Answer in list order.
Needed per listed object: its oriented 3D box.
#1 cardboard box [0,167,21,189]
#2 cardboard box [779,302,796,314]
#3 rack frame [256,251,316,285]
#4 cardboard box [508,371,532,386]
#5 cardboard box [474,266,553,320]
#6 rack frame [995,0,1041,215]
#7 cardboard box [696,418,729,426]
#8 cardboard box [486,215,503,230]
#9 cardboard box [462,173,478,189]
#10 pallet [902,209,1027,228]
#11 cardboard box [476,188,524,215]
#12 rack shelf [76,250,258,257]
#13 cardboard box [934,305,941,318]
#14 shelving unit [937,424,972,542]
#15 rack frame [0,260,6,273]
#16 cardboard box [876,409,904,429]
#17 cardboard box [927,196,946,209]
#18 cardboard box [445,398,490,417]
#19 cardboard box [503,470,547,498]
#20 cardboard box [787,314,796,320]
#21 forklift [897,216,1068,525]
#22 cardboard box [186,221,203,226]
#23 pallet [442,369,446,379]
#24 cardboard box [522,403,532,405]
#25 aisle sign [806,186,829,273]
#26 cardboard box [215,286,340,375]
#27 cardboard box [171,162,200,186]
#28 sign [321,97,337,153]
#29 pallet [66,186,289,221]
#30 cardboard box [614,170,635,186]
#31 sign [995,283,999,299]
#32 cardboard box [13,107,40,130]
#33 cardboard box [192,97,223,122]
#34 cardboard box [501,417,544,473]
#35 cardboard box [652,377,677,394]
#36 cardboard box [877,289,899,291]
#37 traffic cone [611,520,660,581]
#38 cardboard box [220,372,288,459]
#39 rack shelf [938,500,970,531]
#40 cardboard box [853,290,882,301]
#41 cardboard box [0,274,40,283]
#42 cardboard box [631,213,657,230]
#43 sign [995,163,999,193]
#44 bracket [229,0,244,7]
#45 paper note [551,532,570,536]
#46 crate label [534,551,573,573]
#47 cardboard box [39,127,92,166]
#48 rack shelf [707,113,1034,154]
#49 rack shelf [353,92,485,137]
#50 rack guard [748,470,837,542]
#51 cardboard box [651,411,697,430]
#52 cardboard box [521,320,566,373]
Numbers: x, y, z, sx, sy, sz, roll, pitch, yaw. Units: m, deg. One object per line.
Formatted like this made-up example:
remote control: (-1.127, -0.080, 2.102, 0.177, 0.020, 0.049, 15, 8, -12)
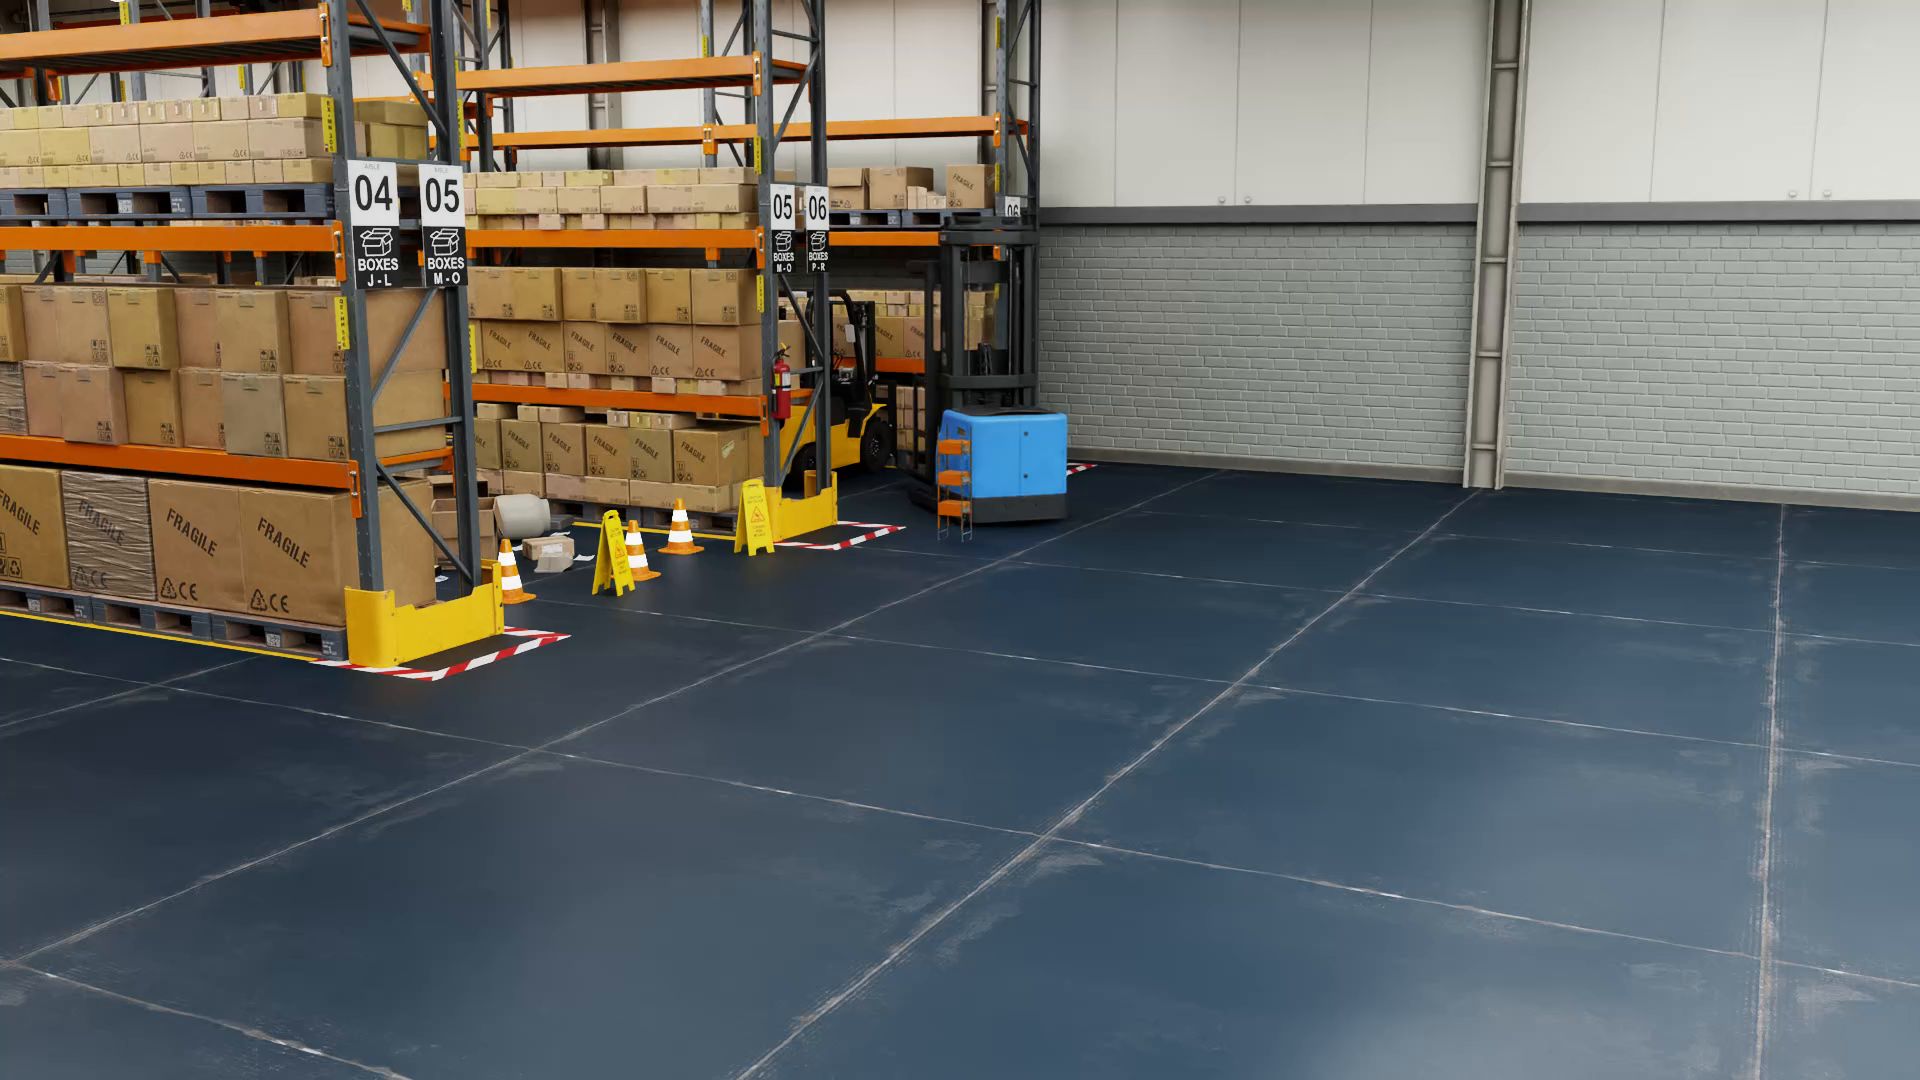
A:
cardboard box: (-6.566, -2.556, 11.773, 0.250, 0.149, 0.380, 5, 11, 26)
cardboard box: (-2.069, -2.896, 20.727, 0.250, 0.149, 0.380, 5, 12, 27)
rack frame: (-10.080, -3.293, 25.021, 0.127, 3.000, 1.000, 5, 11, 26)
cardboard box: (-4.251, -1.617, 16.467, 0.250, 0.149, 0.380, 5, 12, 28)
cardboard box: (-4.352, -2.444, 16.407, 0.500, 0.500, 0.700, 5, 11, 26)
rack frame: (0.681, -5.299, 19.262, 0.127, 3.000, 1.000, 5, 11, 26)
cardboard box: (-2.605, -0.927, 16.384, 0.500, 0.500, 0.500, 5, 11, 24)
cardboard box: (-4.447, -3.126, 16.385, 0.250, 0.149, 0.380, 5, 11, 26)
cardboard box: (-4.715, -3.521, 16.327, 0.250, 0.149, 0.380, 5, 12, 28)
pallet: (0.059, -3.840, 19.867, 1.213, 0.211, 1.003, 5, 11, 26)
cardboard box: (-4.359, -3.300, 16.226, 0.500, 0.250, 0.500, 5, 11, 25)
rack shelf: (-11.874, -4.572, 25.688, 4.000, 0.370, 1.077, 5, 11, 26)
cardboard box: (-0.202, -2.744, 19.885, 0.250, 0.149, 0.380, 5, 12, 27)
shelving unit: (-0.048, -0.521, 15.180, 0.252, 1.050, 0.215, 5, 11, 26)
rack frame: (-12.273, -2.500, 20.639, 0.127, 3.000, 1.000, 5, 11, 26)
cardboard box: (-0.811, -1.514, 20.329, 0.500, 0.250, 0.500, 5, 11, 25)
cardboard box: (-0.196, -3.972, 19.598, 0.250, 0.149, 0.380, 5, 11, 24)
cardboard box: (-6.967, -1.953, 23.459, 0.500, 0.500, 0.500, 5, 12, 27)
cardboard box: (-4.206, -0.593, 16.646, 0.500, 0.250, 0.500, 6, 12, 29)
cardboard box: (-2.149, -2.596, 20.893, 0.500, 0.500, 0.500, 5, 12, 27)
forklift: (0.094, -1.809, 17.016, 1.130, 2.935, 3.031, -3, 11, -18)
cardboard box: (-8.250, -3.522, 18.244, 0.258, 0.266, 0.396, 5, 11, 26)
pallet: (-5.720, -1.858, 17.634, 1.213, 0.211, 1.003, 5, 11, 26)
cardboard box: (-5.940, -1.964, 23.170, 0.625, 0.625, 0.875, 5, 12, 28)
aisle sign: (-1.319, -2.878, 15.429, 0.004, 0.787, 0.394, 5, 11, 26)
cardboard box: (-4.461, -1.425, 11.246, 0.550, 0.550, 0.875, 5, 11, 26)
cardboard box: (-4.973, -2.416, 11.000, 0.250, 0.149, 0.380, 5, 11, 25)
sign: (-3.864, -2.543, 10.190, 0.005, 0.325, 0.100, 5, 11, 26)
pallet: (-5.379, -2.341, 11.587, 1.213, 0.211, 1.003, 5, 11, 26)
cardboard box: (-3.041, -3.395, 15.632, 0.250, 0.149, 0.380, 5, 11, 24)
sign: (0.429, -2.948, 19.199, 0.005, 0.325, 0.100, 5, 11, 26)
cardboard box: (-6.339, -2.929, 11.592, 0.250, 0.149, 0.380, 5, 11, 25)
cardboard box: (-4.750, -2.789, 10.820, 0.250, 0.149, 0.380, 5, 12, 27)
cardboard box: (-4.204, -0.962, 16.579, 0.500, 0.500, 0.500, 6, 12, 28)
cardboard box: (-2.683, -1.467, 15.639, 0.250, 0.149, 0.380, 5, 12, 27)
cardboard box: (-0.900, -3.049, 20.736, 0.250, 0.149, 0.380, 5, 11, 26)
traffic cone: (-2.654, 0.070, 13.561, 0.334, 0.463, 0.336, 5, 11, 26)
cardboard box: (-4.467, -0.891, 11.330, 0.550, 0.550, 0.875, 5, 11, 26)
rack shelf: (-0.048, -0.237, 15.231, 0.240, 0.259, 0.215, 5, 11, 26)
cardboard box: (-1.111, -2.976, 20.335, 0.250, 0.149, 0.380, 5, 11, 27)
cardboard box: (-11.089, -2.885, 19.678, 0.500, 0.500, 0.500, 5, 11, 24)
cardboard box: (-2.859, -2.973, 15.539, 0.250, 0.149, 0.380, 5, 11, 25)
sign: (0.429, -4.134, 18.984, 0.005, 0.325, 0.100, 5, 11, 26)
bracket: (-10.835, -8.191, 25.132, 0.430, 0.232, 0.235, 5, 11, 26)
paper note: (-3.727, -0.062, 15.509, 0.148, 0.019, 0.142, 1, 10, 6)
crate label: (-3.387, 0.179, 13.878, 0.298, 0.136, 0.250, -1, 10, -4)
cardboard box: (-5.978, -2.713, 11.519, 0.500, 0.250, 0.500, 5, 11, 25)
rack shelf: (-1.112, -4.906, 20.232, 4.000, 0.370, 1.077, 5, 11, 26)
rack shelf: (-6.892, -4.428, 17.592, 4.000, 0.370, 1.077, 5, 11, 26)
rack guard: (-1.580, -0.330, 15.670, 0.348, 0.500, 1.175, 5, 11, 26)
cardboard box: (-2.705, -1.136, 15.716, 0.250, 0.149, 0.380, 5, 12, 27)
cardboard box: (-3.923, -1.908, 16.255, 0.500, 0.500, 0.500, 5, 11, 25)
